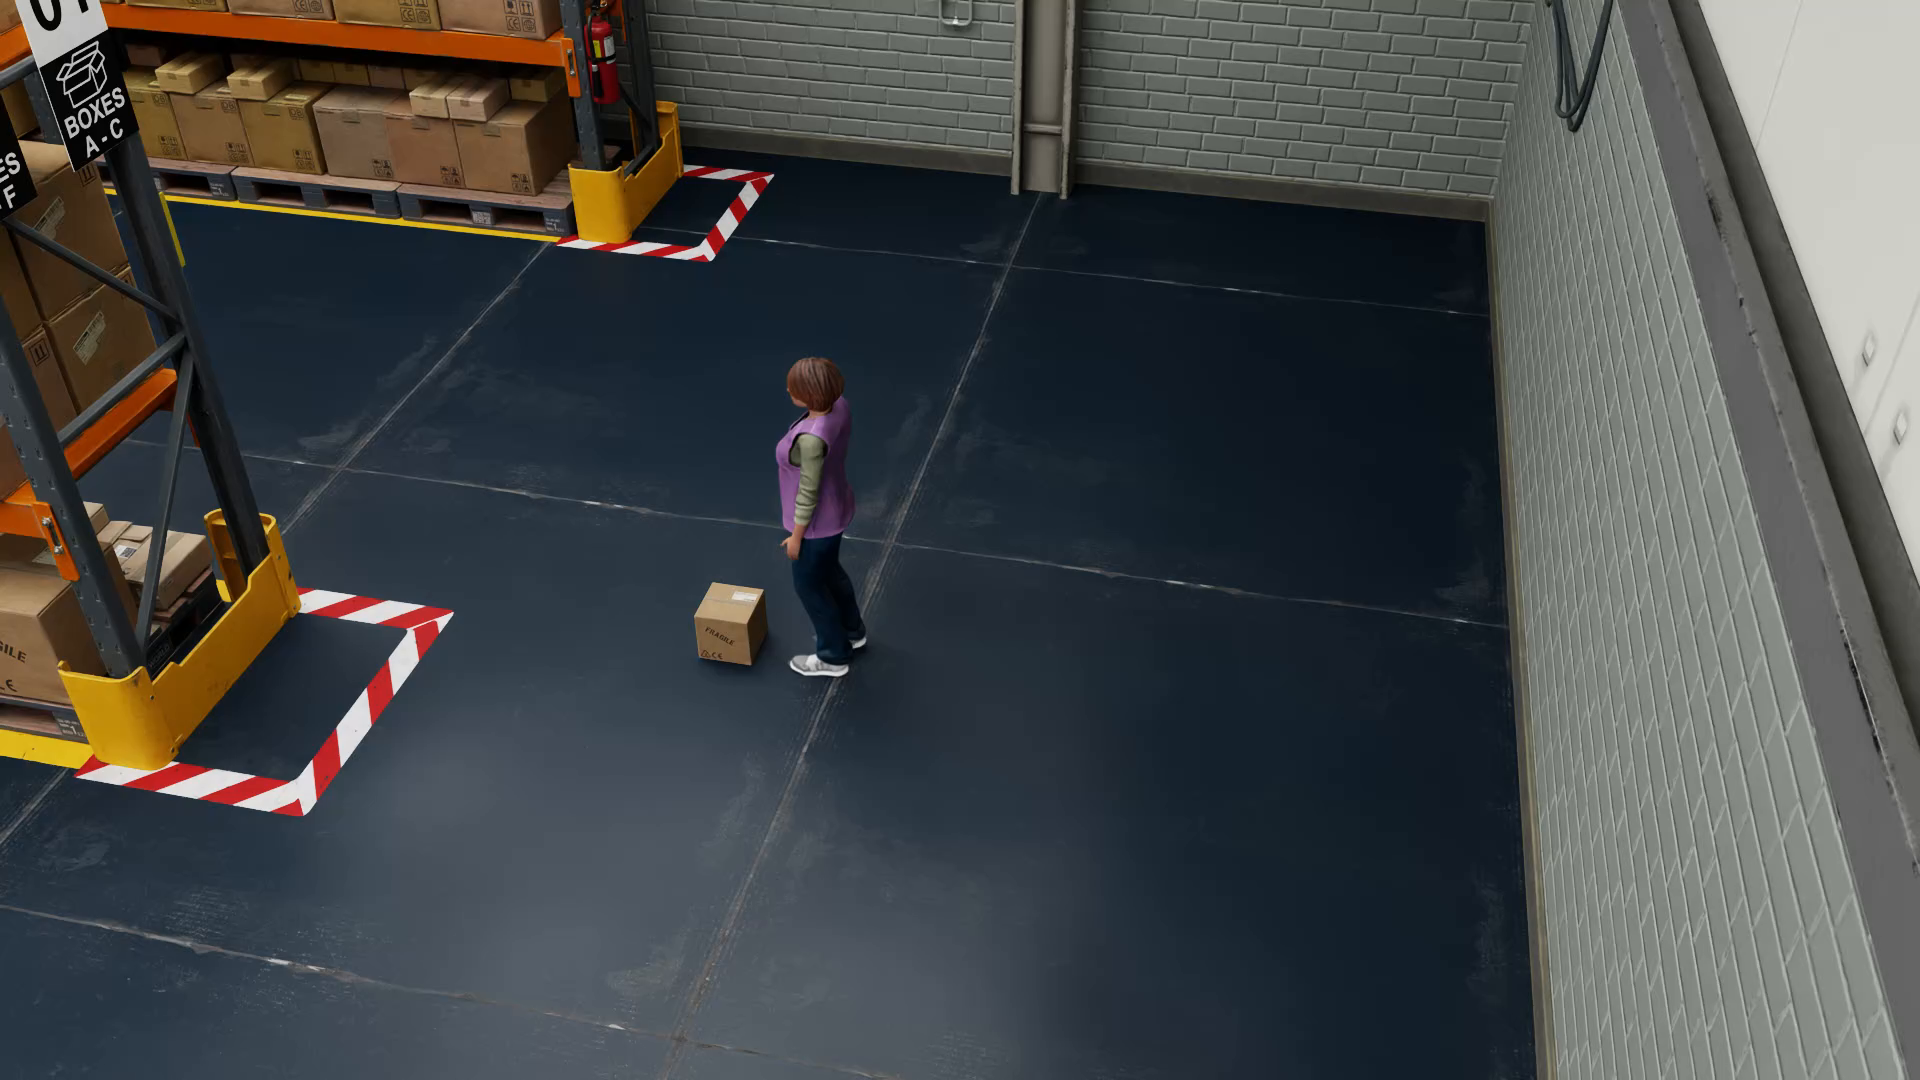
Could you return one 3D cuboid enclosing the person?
[{"bbox_3d":[-0.600,-0.075,7.096,0.306,1.622,0.418,8,38,11],"label":"person"}]
